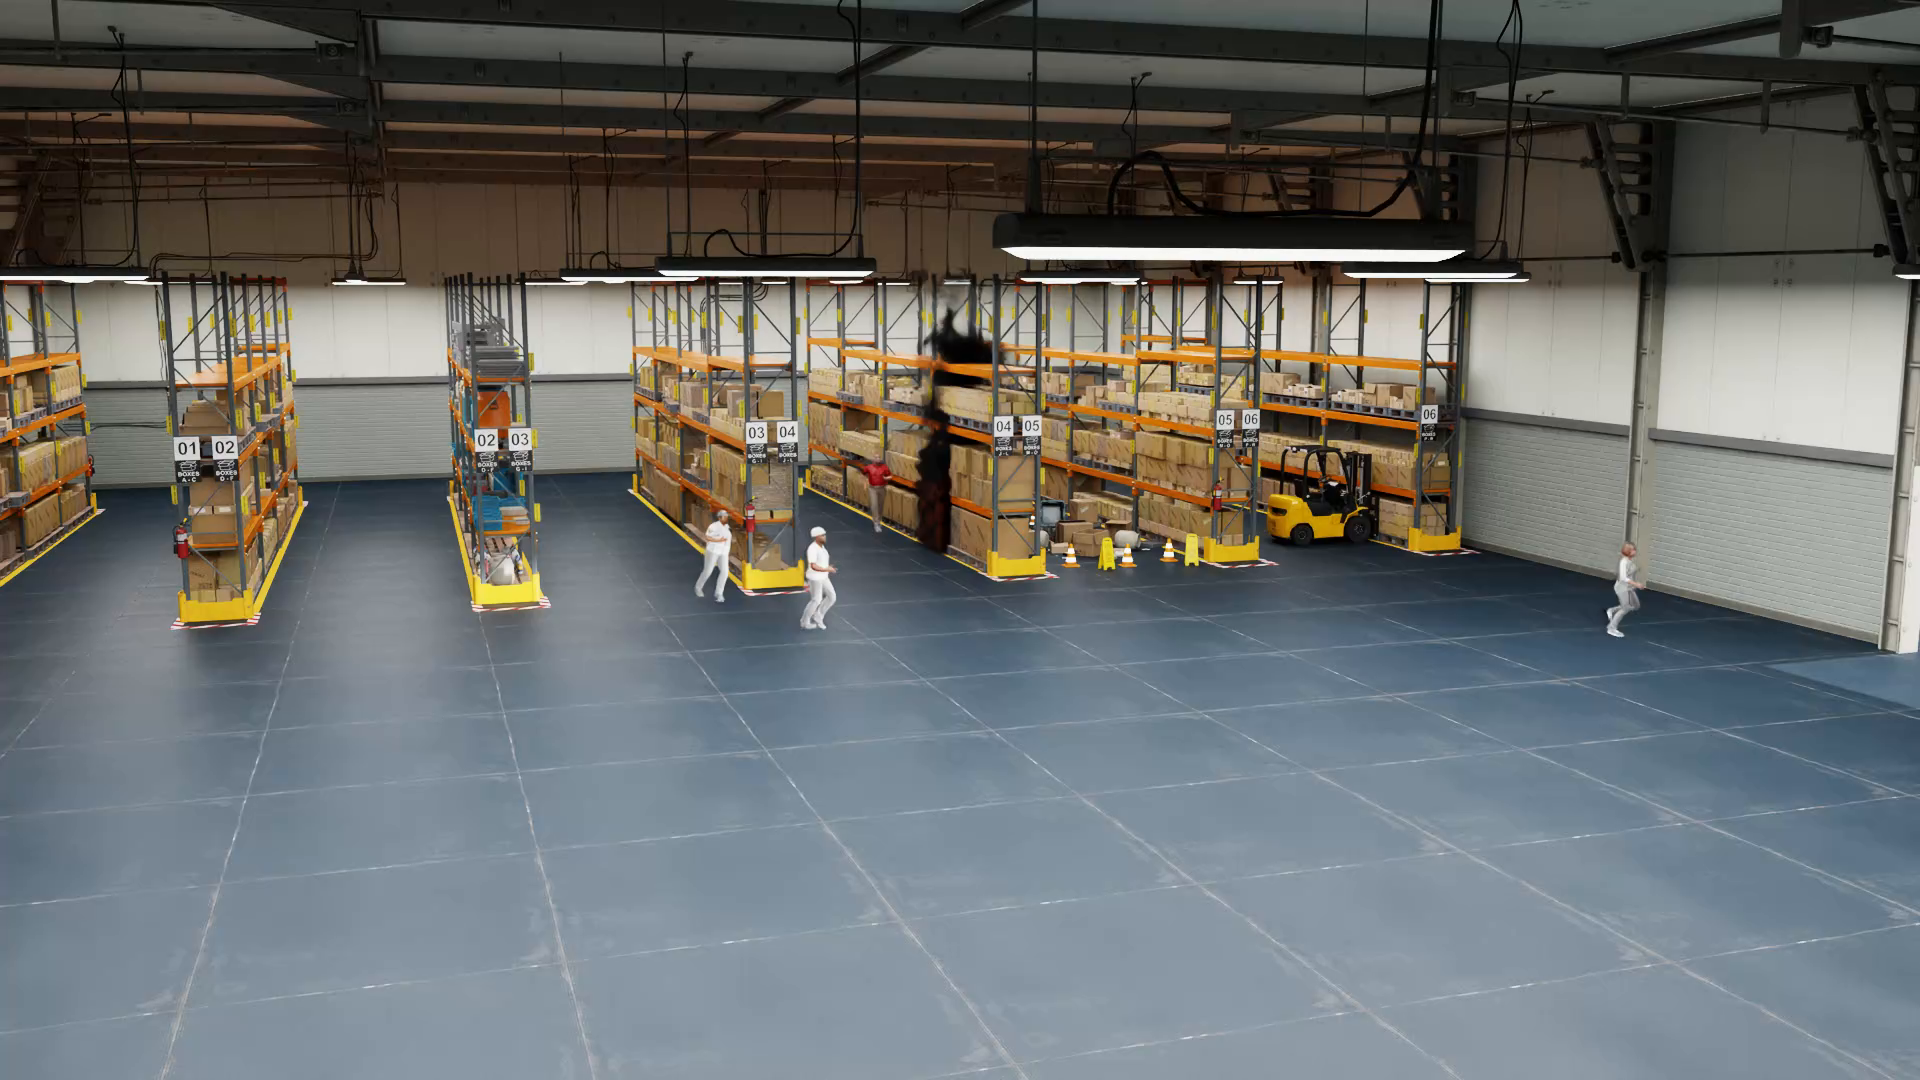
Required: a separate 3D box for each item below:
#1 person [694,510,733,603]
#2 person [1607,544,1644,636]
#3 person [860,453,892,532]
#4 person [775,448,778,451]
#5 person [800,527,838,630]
[{"bbox_3d":[-4.491,0.279,30.854,0.641,1.676,0.824,-8,12,-42],"label":"person"},{"bbox_3d":[11.036,0.826,27.536,0.599,1.558,0.567,7,11,38],"label":"person"},{"bbox_3d":[-1.852,-1.065,37.428,0.661,1.767,0.898,-3,9,-19],"label":"person"},{"bbox_3d":[-4.930,-2.068,46.406,0.555,1.642,0.593,-4,9,-22],"label":"person"},{"bbox_3d":[-2.354,0.662,27.988,0.695,1.789,0.724,2,9,14],"label":"person"}]
